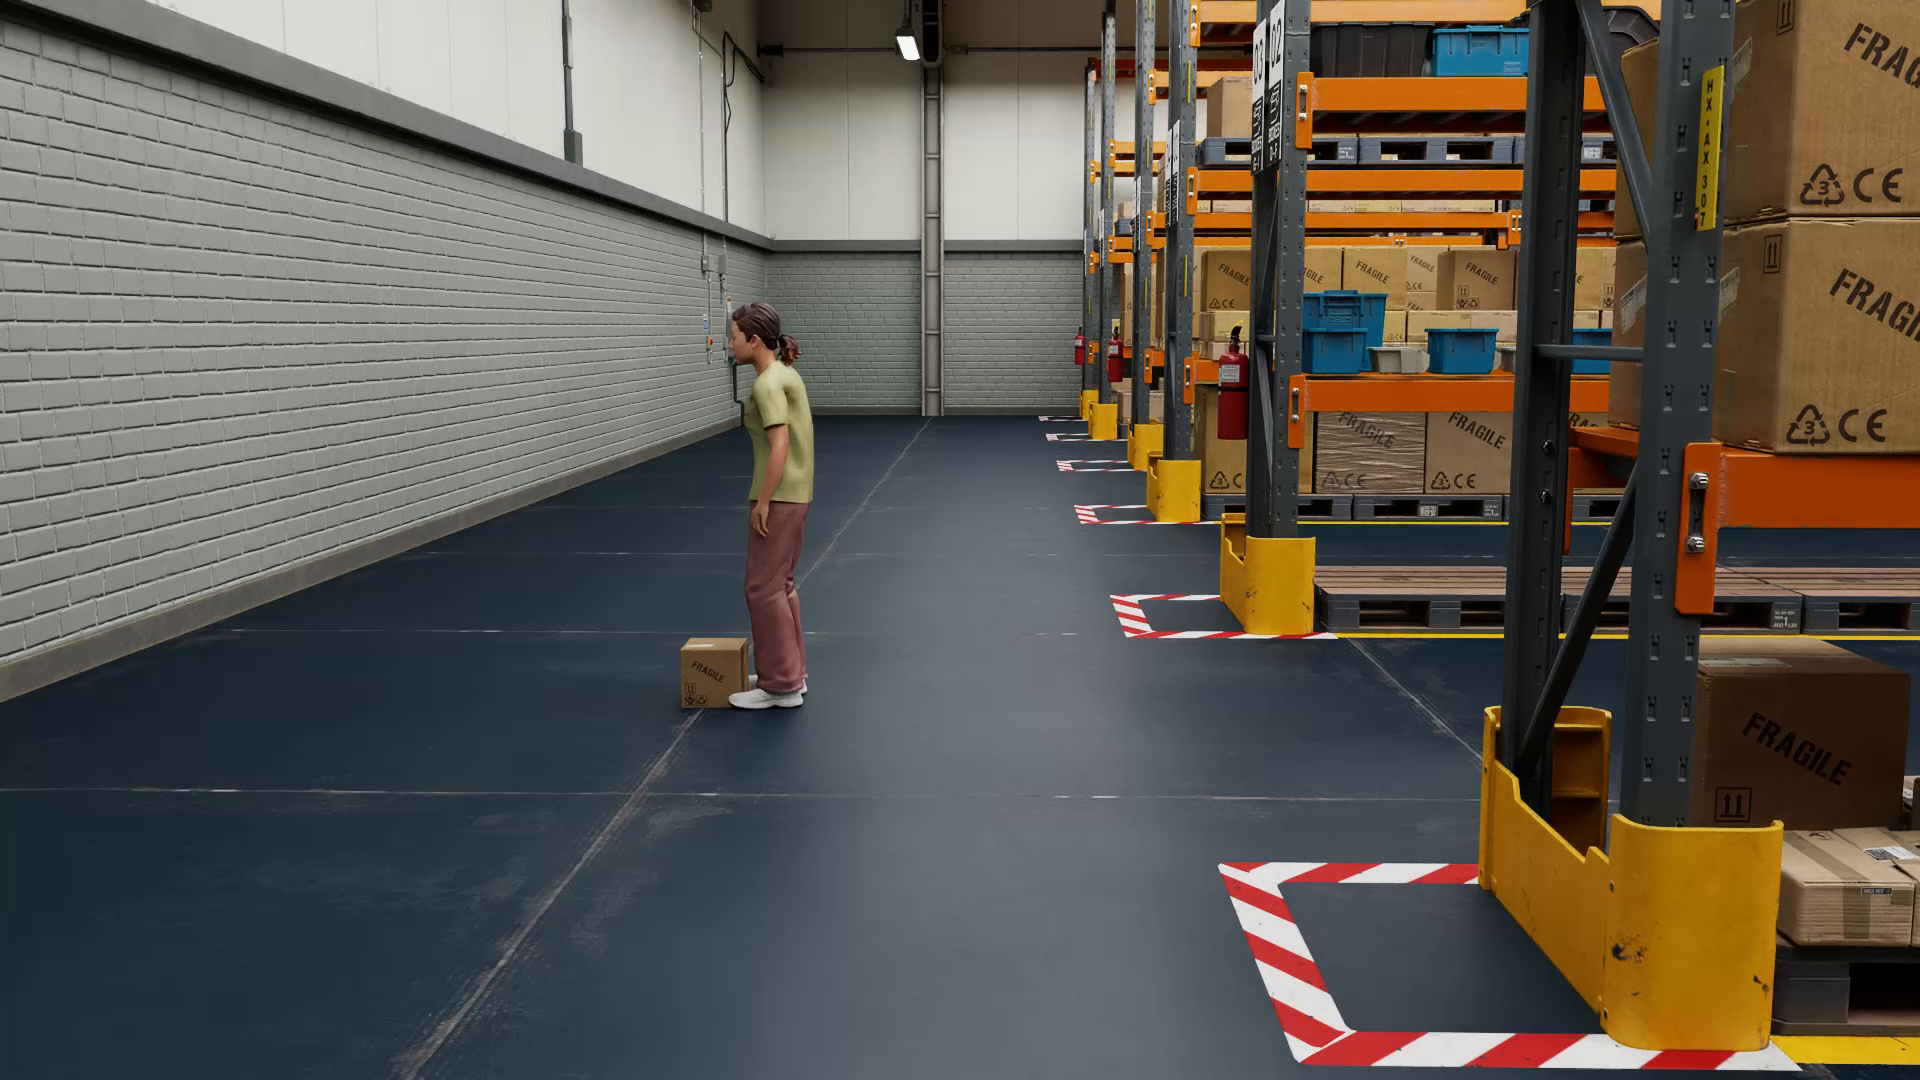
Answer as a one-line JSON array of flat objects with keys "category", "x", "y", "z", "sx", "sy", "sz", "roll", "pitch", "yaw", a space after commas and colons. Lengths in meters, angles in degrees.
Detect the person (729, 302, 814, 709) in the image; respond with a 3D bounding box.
[{"category": "person", "x": -0.786, "y": -0.147, "z": 6.927, "sx": 0.356, "sy": 1.673, "sz": 0.499, "roll": 0, "pitch": 7, "yaw": 2}]
